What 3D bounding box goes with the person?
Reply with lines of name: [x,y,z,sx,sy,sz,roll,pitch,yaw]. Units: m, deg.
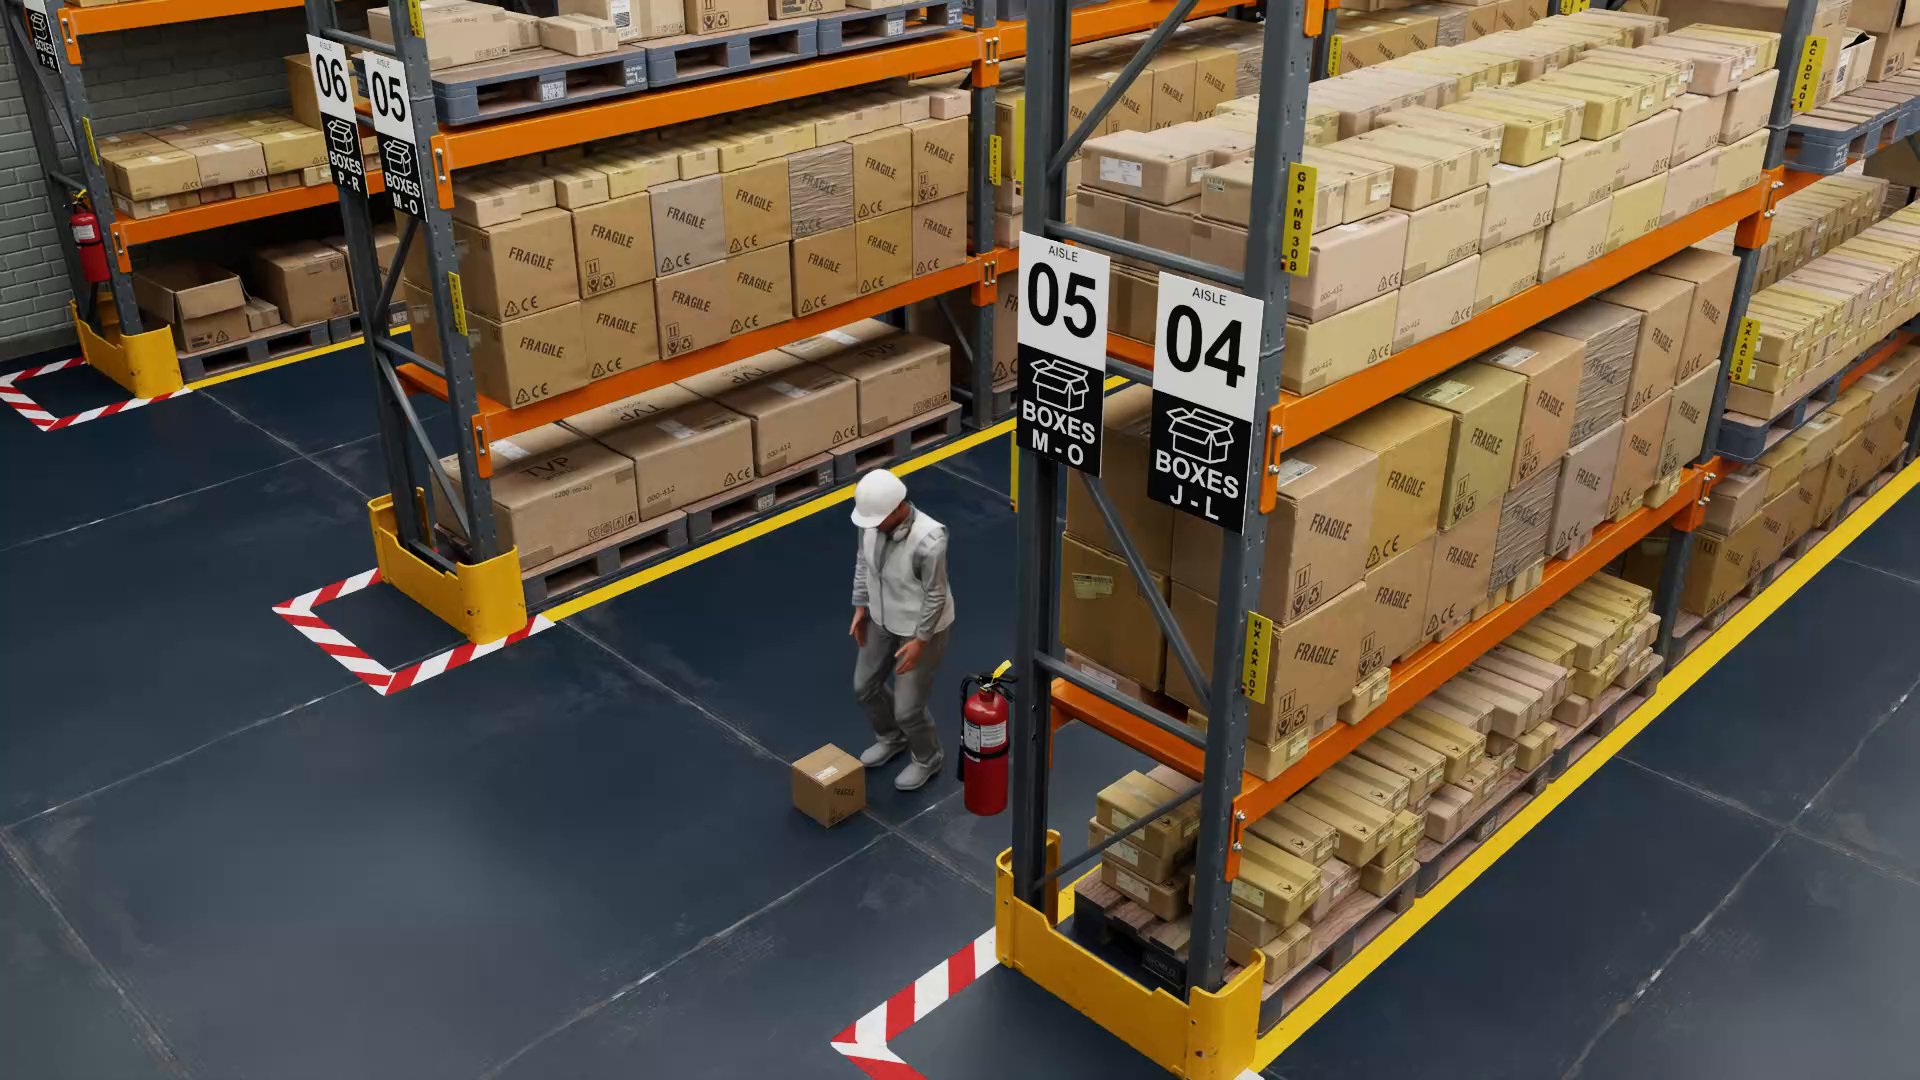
person: [-0.279,0.403,7.916,0.516,1.695,0.567,-24,36,-38]
